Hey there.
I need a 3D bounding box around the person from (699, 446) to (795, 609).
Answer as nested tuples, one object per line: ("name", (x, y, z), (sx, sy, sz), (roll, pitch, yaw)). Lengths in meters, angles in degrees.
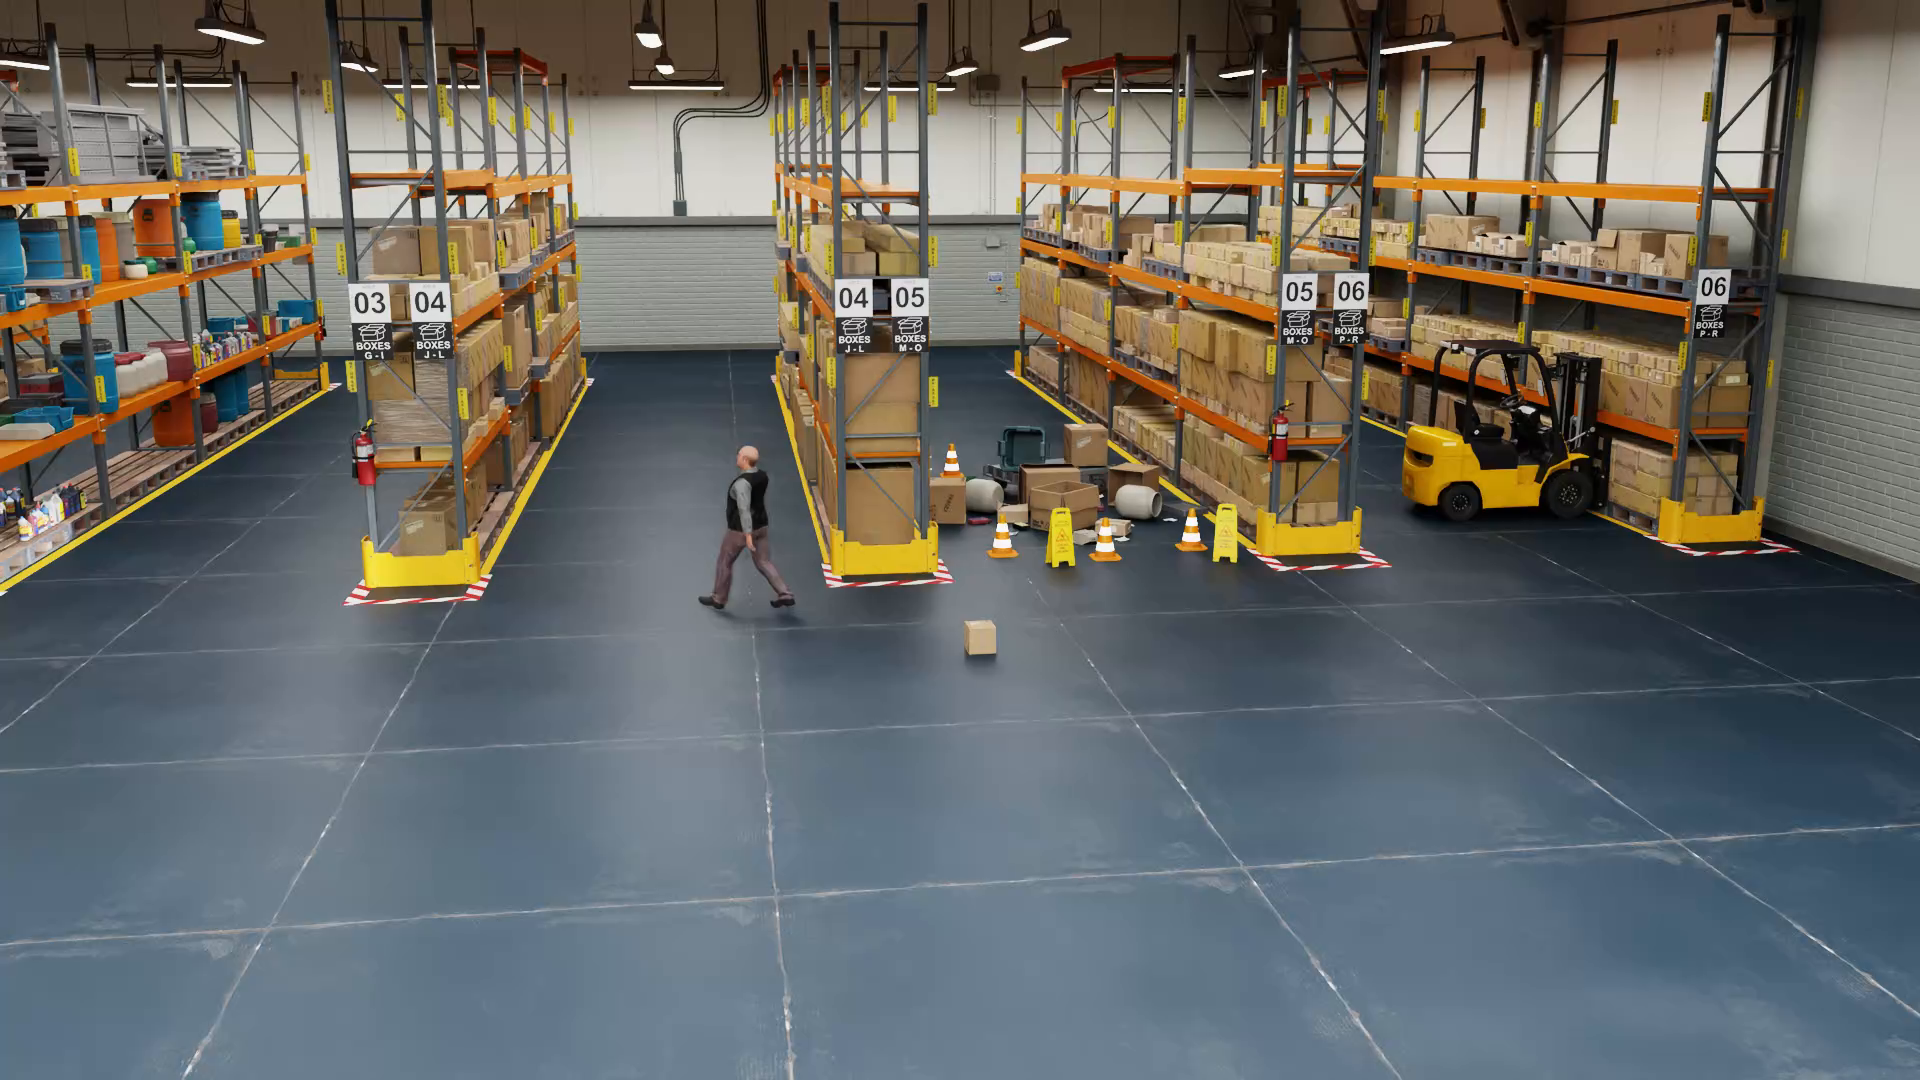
("person", (-2.135, -0.117, 16.561), (1.030, 1.675, 0.535), (7, 15, 29))
